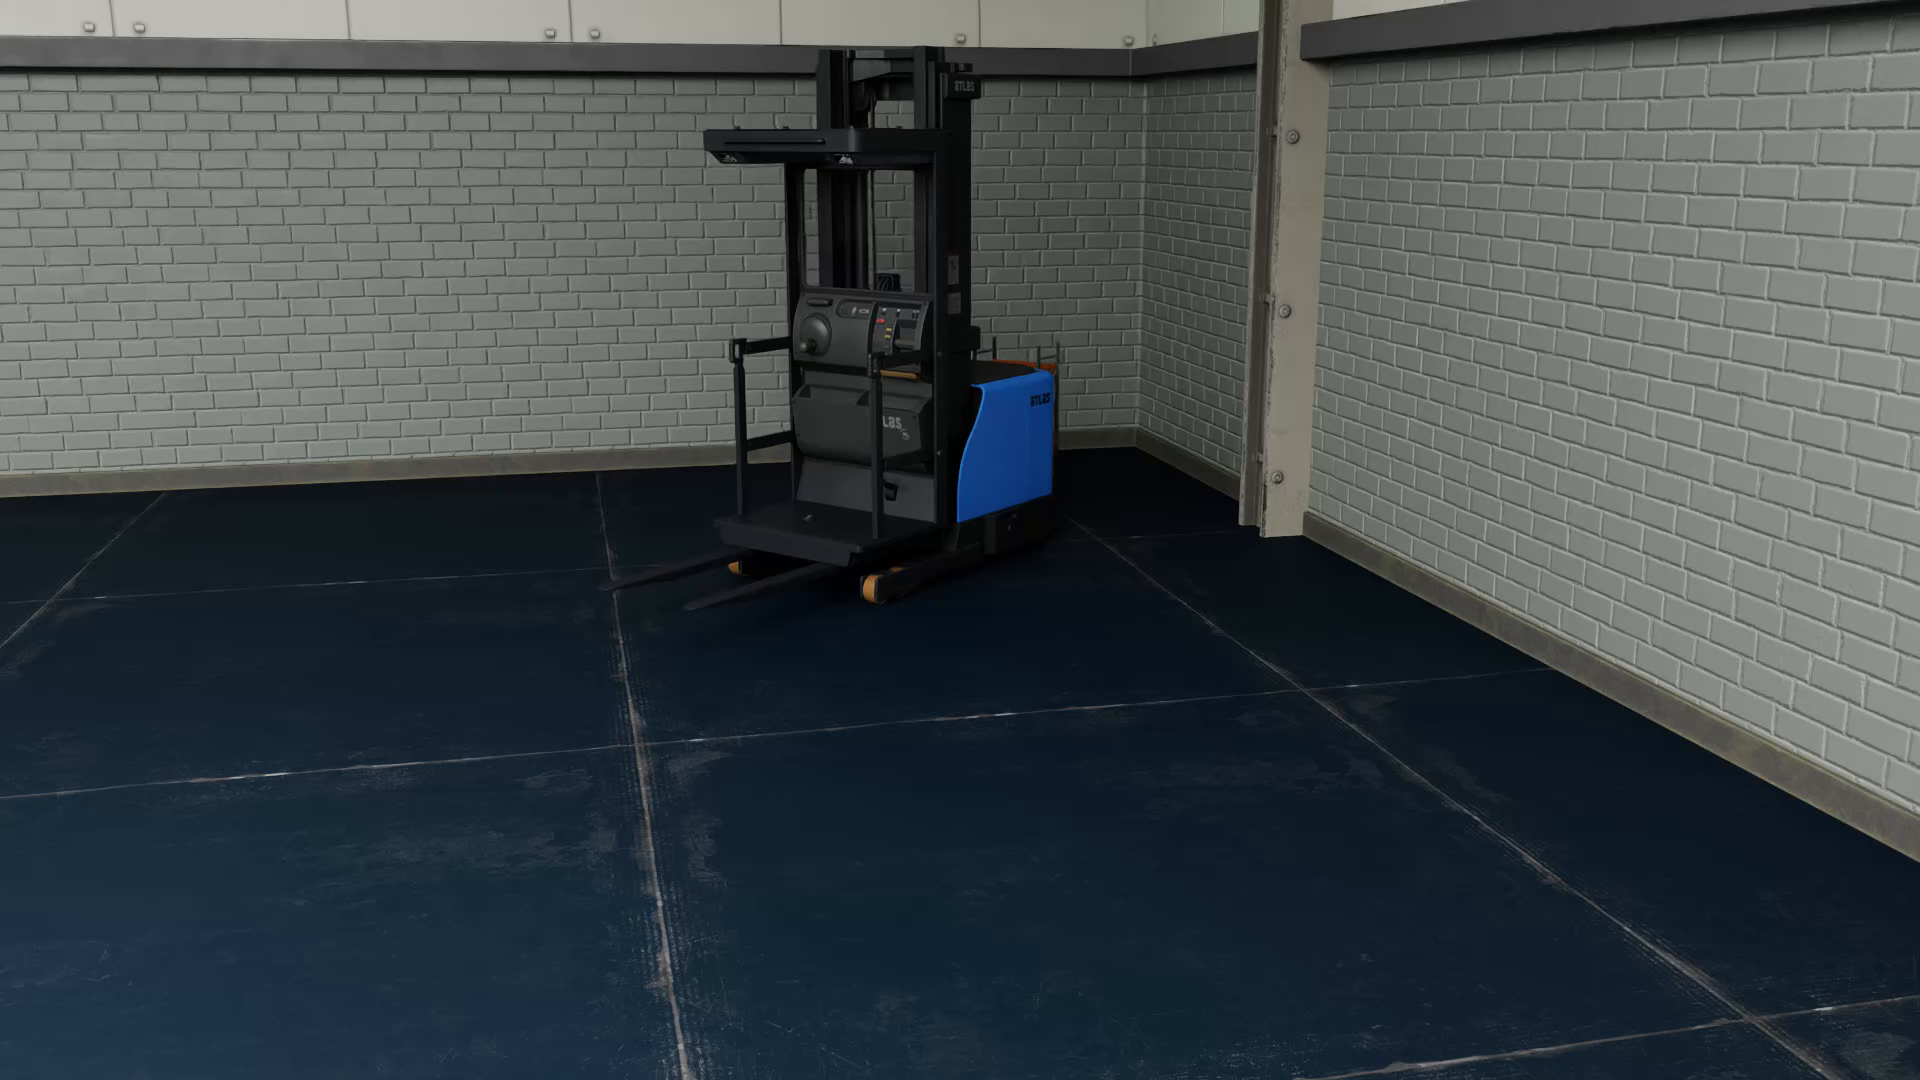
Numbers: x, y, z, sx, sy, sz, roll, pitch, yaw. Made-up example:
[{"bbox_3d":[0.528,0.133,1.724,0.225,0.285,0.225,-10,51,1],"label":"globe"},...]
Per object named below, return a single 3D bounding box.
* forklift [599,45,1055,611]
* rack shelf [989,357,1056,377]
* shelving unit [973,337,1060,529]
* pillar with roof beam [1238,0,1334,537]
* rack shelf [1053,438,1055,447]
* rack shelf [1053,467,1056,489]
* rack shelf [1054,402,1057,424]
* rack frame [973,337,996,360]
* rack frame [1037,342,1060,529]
[{"bbox_3d":[-0.685,-1.205,9.185,1.130,2.935,3.031,10,17,35],"label":"forklift"},{"bbox_3d":[0.354,-1.055,10.562,0.480,0.148,0.258,10,17,35],"label":"rack shelf"},{"bbox_3d":[0.354,-0.673,10.654,0.503,1.200,0.258,10,17,35],"label":"shelving unit"},{"bbox_3d":[-2.171,-4.202,8.668,9.100,9.000,0.400,-3,14,-13],"label":"pillar with roof beam"},{"bbox_3d":[0.354,-0.608,10.670,0.480,0.148,0.258,10,17,35],"label":"rack shelf"},{"bbox_3d":[0.353,-0.415,10.717,0.480,0.148,0.258,10,17,35],"label":"rack shelf"},{"bbox_3d":[0.354,-0.825,10.617,0.480,0.148,0.258,10,17,35],"label":"rack shelf"},{"bbox_3d":[0.156,-0.707,10.794,0.015,1.200,0.240,10,17,35],"label":"rack frame"},{"bbox_3d":[0.551,-0.639,10.515,0.015,1.200,0.240,10,17,35],"label":"rack frame"}]
